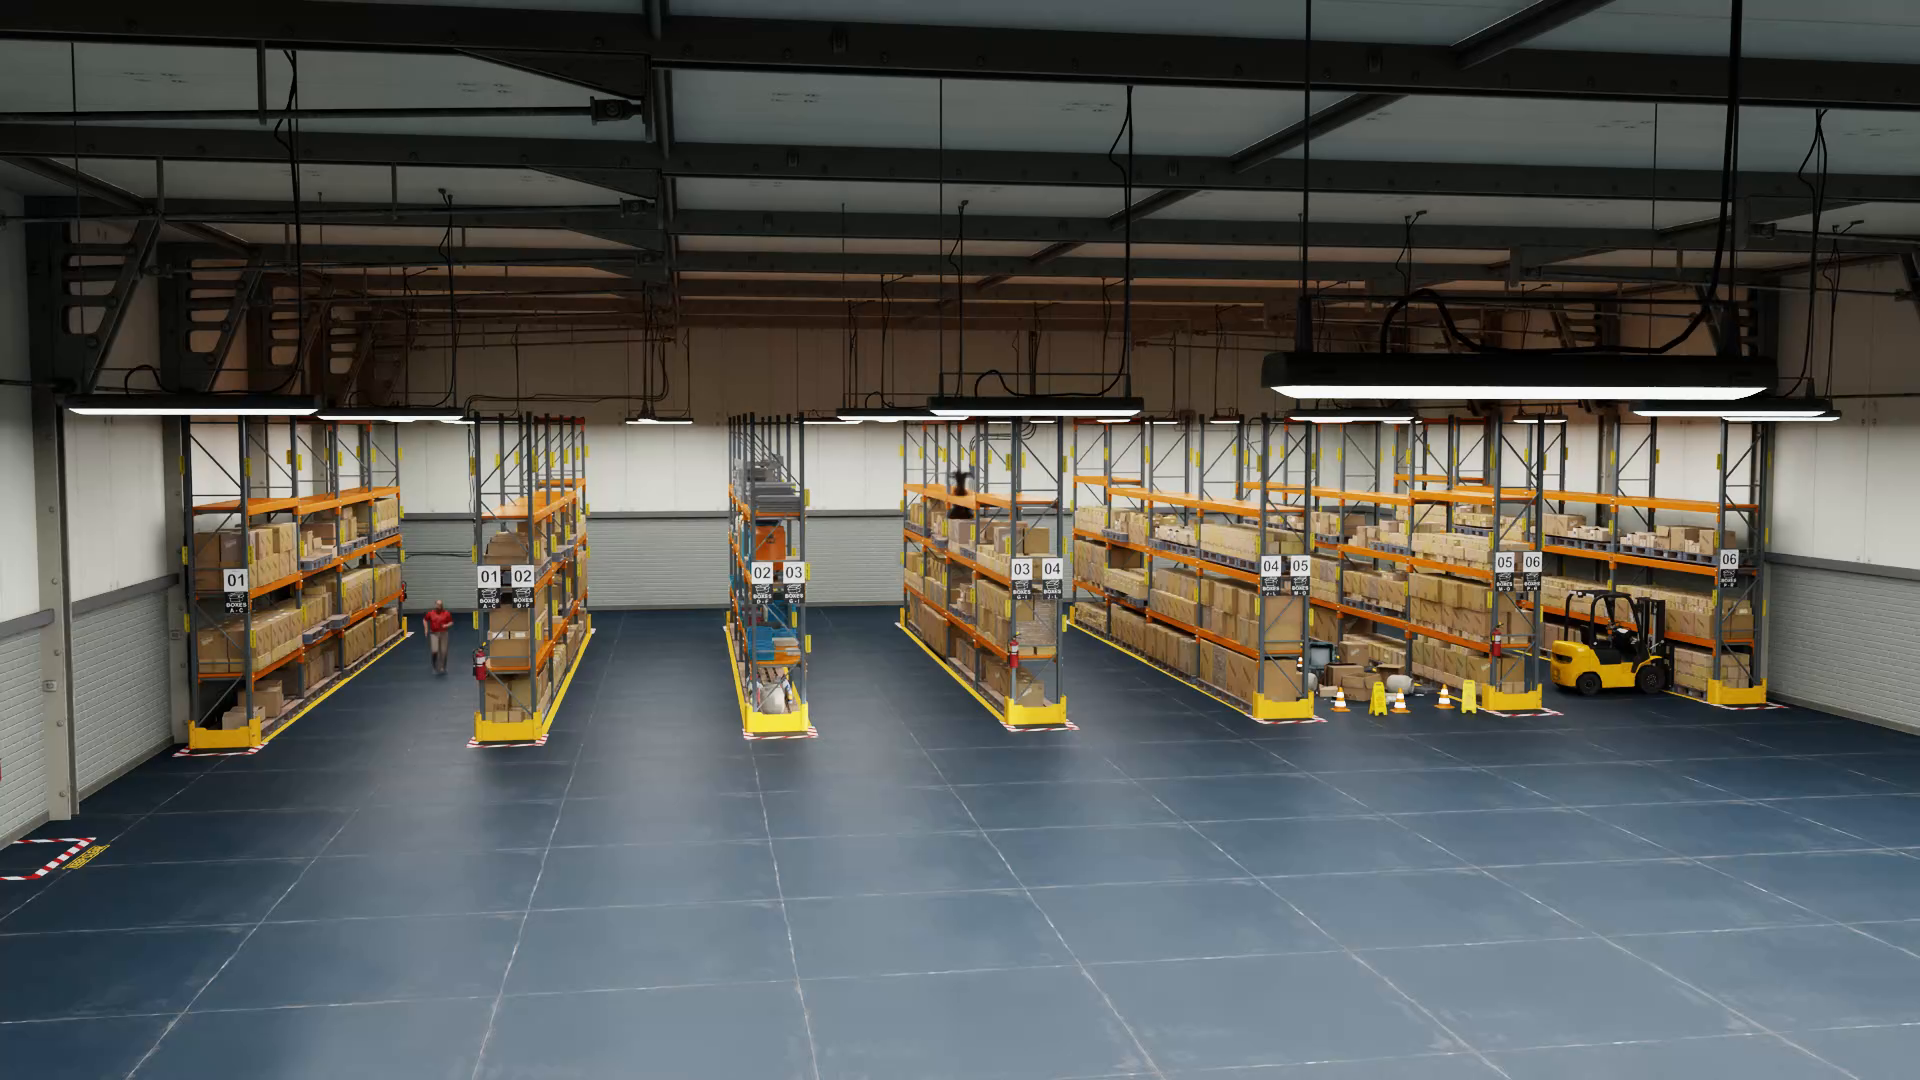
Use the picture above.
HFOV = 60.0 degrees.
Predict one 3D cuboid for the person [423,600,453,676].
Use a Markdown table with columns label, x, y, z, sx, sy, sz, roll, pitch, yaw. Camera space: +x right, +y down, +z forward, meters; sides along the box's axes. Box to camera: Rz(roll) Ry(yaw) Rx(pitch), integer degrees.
| label | x | y | z | sx | sy | sz | roll | pitch | yaw |
| --- | --- | --- | --- | --- | --- | --- | --- | --- | --- |
| person | -12.023 | 2.267 | 38.354 | 0.659 | 1.767 | 0.734 | -1 | 4 | -19 |
